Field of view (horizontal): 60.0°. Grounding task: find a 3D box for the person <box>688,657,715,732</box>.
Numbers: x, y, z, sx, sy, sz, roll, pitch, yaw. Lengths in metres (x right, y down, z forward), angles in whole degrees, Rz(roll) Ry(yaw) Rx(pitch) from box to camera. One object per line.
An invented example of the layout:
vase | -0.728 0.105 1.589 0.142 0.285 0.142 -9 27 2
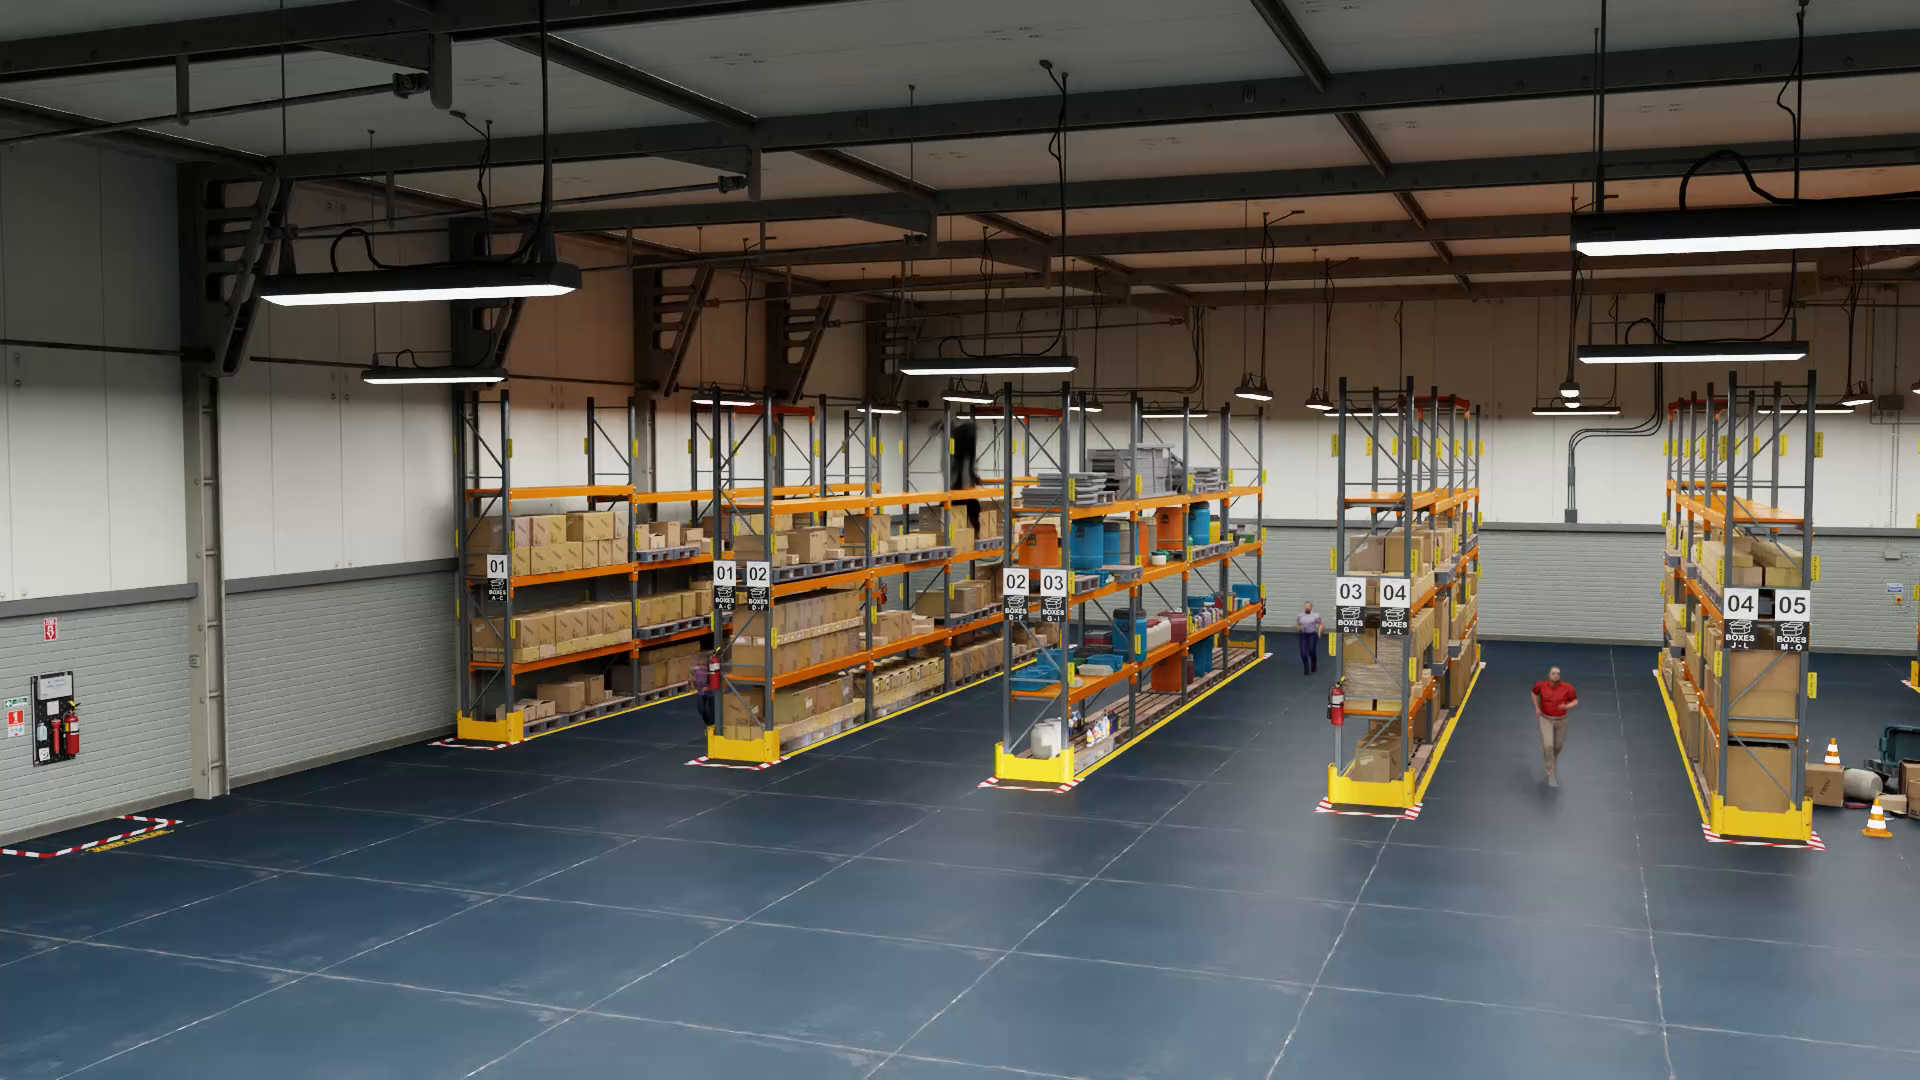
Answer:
person | -4.429 2.702 28.718 0.566 1.432 0.830 0 3 4

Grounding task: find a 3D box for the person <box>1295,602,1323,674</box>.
person | 7.698 2.176 36.760 0.593 1.597 0.577 1 3 21

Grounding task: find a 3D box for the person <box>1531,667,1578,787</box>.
person | 8.952 2.789 25.048 0.613 1.792 1.017 0 3 7
